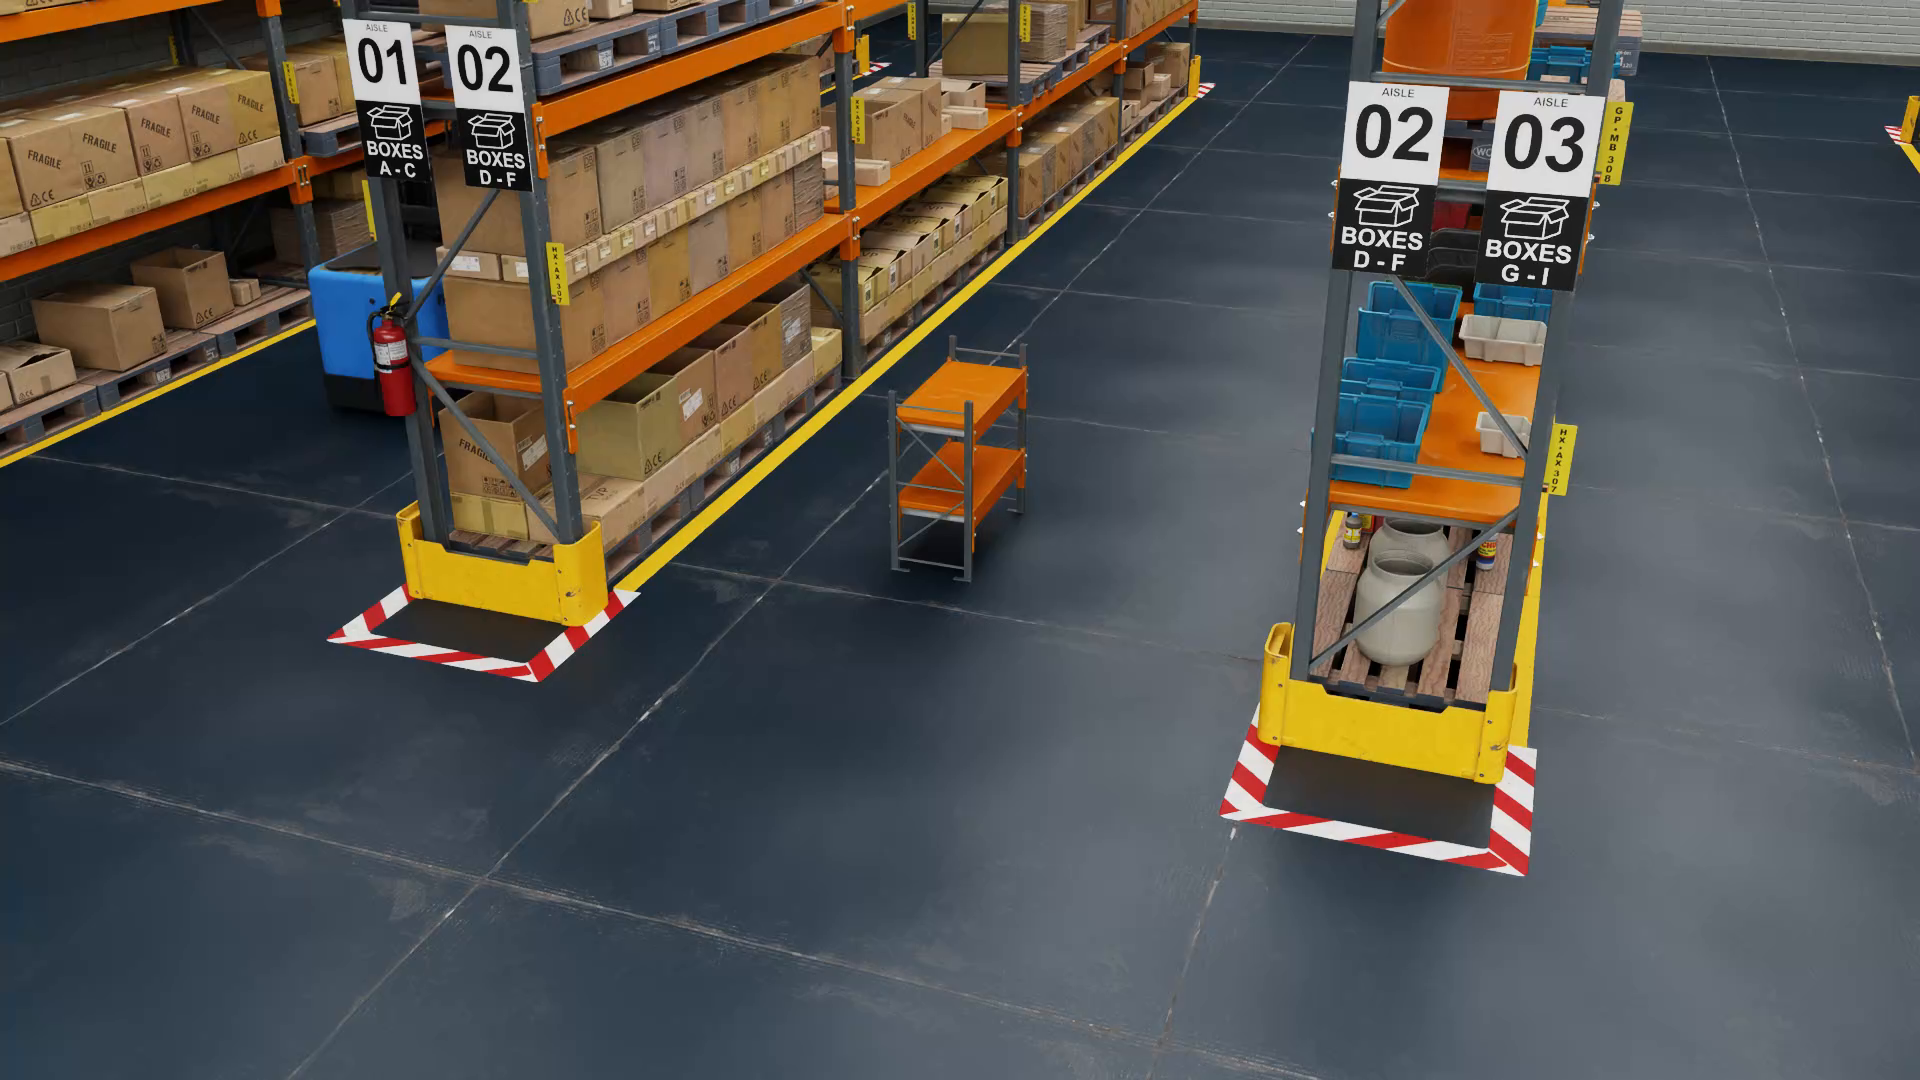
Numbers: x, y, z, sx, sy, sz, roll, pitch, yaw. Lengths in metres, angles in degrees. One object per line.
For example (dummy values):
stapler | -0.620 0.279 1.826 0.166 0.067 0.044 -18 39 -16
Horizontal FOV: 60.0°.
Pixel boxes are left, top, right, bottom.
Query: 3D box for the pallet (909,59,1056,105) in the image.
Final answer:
pallet | 0.233 -4.515 16.353 1.213 0.211 1.003 9 27 17

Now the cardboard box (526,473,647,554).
cardboard box | -2.200 -0.165 9.821 0.500 0.250 0.500 9 27 17

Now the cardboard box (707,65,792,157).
cardboard box | -1.566 -2.907 11.208 0.700 0.500 0.500 9 27 17

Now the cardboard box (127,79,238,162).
cardboard box | -5.957 -3.220 12.746 0.500 0.500 0.500 9 27 17

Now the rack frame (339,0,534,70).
rack frame | -2.589 -3.725 7.617 1.000 3.000 0.127 9 27 17

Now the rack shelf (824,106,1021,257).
rack shelf | -0.592 -3.167 14.174 1.077 0.370 4.000 9 27 17

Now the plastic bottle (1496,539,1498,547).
plastic bottle | 3.071 -0.071 9.566 0.061 0.283 0.133 9 27 18

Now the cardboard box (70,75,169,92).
cardboard box | -6.459 -3.290 12.891 0.500 0.500 0.500 9 27 17

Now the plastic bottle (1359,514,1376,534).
plastic bottle | 2.389 -0.195 9.832 0.152 0.276 0.135 9 27 18

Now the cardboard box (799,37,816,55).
cardboard box | -2.409 -6.666 22.963 0.700 0.500 0.500 8 27 16

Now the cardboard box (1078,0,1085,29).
cardboard box | 1.036 -6.028 18.662 0.700 0.500 0.500 0 26 0

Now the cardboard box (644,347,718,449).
cardboard box | -1.882 -0.915 10.511 0.500 0.500 0.500 9 27 17

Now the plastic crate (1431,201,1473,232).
plastic crate | 3.285 -2.221 11.322 0.402 0.464 0.583 9 27 17

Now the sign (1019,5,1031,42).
sign | 0.598 -4.755 15.299 0.100 0.325 0.005 9 27 17

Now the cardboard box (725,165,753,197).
cardboard box | -1.570 -2.341 10.784 0.380 0.149 0.250 10 27 19

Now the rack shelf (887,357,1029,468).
rack shelf | 0.002 -0.772 9.883 0.538 0.278 1.000 9 27 17

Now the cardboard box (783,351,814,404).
cardboard box | -1.381 -1.194 11.947 0.500 0.250 0.500 9 27 17

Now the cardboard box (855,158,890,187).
cardboard box | -0.770 -2.890 13.065 0.380 0.149 0.250 9 27 17

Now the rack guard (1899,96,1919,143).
rack guard | 12.084 -5.047 20.100 1.175 0.500 0.348 9 27 17

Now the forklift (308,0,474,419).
forklift | -3.682 -2.802 12.673 1.130 2.935 3.031 8 27 17

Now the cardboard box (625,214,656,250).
cardboard box | -1.999 -1.807 9.680 0.380 0.149 0.250 8 27 17

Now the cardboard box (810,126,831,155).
cardboard box | -1.146 -2.863 11.862 0.380 0.149 0.250 9 27 17

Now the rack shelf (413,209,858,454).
rack shelf | -1.923 -1.523 10.779 1.077 0.370 4.000 9 27 17

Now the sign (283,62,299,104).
sign | -5.416 -3.700 13.456 0.100 0.325 0.005 9 27 17

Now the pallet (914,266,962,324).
pallet | -0.645 -2.225 14.603 1.003 0.211 1.213 9 27 17

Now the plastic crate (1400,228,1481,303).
plastic crate | 3.118 -1.724 10.440 0.767 0.338 0.504 9 27 17

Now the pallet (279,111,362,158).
pallet | -5.539 -3.592 14.447 1.003 0.211 1.213 9 27 17

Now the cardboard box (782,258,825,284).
cardboard box | -1.393 -2.081 13.135 0.500 0.311 0.500 9 27 17

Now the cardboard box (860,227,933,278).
cardboard box | -0.543 -2.424 13.844 0.500 0.311 0.500 8 27 16

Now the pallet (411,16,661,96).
pallet | -2.329 -2.622 8.883 1.003 0.211 1.213 9 27 17

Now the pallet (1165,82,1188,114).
pallet | 2.446 -5.986 22.371 1.003 0.211 1.213 9 27 17

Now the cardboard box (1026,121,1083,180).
cardboard box | 1.004 -4.168 17.779 0.500 0.500 0.500 8 27 16

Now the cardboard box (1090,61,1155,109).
cardboard box | 2.025 -5.804 21.154 0.797 0.503 0.637 9 27 17

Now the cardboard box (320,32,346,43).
cardboard box | -5.346 -4.337 15.145 0.700 0.500 0.500 13 29 24

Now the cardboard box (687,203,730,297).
cardboard box | -1.909 -1.897 10.610 0.700 0.500 0.500 10 27 19

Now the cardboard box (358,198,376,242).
cardboard box | -5.576 -2.983 15.333 0.700 0.500 0.500 8 27 16

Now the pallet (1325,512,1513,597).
pallet | 2.745 0.079 9.844 1.003 0.211 1.213 9 27 17

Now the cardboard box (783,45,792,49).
cardboard box | -2.463 -6.650 22.185 0.380 0.149 0.250 8 27 16

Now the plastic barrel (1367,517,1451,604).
plastic barrel | 2.395 0.138 8.896 0.421 0.512 0.421 0 26 0

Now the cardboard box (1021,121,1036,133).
cardboard box | 0.505 -4.233 17.914 0.500 0.500 0.500 8 27 15

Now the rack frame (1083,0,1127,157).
rack frame | 1.405 -5.956 19.110 1.000 3.000 0.127 9 27 17

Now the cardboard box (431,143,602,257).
cardboard box | -2.404 -1.866 9.058 0.700 0.500 0.500 9 27 18

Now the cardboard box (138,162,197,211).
cardboard box | -6.128 -2.676 12.484 0.500 0.250 0.500 9 27 17

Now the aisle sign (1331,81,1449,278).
aisle sign | 1.777 -1.489 6.899 0.394 0.787 0.004 9 27 17

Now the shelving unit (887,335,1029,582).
shelving unit | 0.002 -0.509 10.011 0.538 1.125 1.048 9 27 17

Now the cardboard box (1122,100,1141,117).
cardboard box | 2.027 -5.377 20.660 0.380 0.166 0.250 9 27 17

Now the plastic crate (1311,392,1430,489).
plastic crate | 1.966 -0.487 7.985 0.499 0.251 0.616 9 27 17

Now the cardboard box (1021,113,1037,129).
cardboard box | 0.515 -4.586 17.783 0.500 0.250 0.500 8 27 16

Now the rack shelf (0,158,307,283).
rack shelf | -6.596 -2.240 12.260 1.077 0.370 4.000 9 27 17

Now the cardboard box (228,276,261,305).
cardboard box | -6.080 -2.084 13.859 0.380 0.166 0.250 5 26 11

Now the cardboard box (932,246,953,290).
cardboard box | -0.378 -2.382 14.401 0.500 0.250 0.500 9 27 18

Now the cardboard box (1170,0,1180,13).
cardboard box | 2.503 -7.004 21.158 0.500 0.500 0.500 9 27 18

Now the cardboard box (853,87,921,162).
cardboard box | -0.645 -3.449 13.817 0.500 0.500 0.500 9 27 18

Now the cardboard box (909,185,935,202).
cardboard box | -0.545 -3.127 15.295 0.500 0.311 0.500 8 27 16

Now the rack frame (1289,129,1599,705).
rack frame | 2.081 -0.305 7.438 1.000 3.000 0.127 9 27 17
